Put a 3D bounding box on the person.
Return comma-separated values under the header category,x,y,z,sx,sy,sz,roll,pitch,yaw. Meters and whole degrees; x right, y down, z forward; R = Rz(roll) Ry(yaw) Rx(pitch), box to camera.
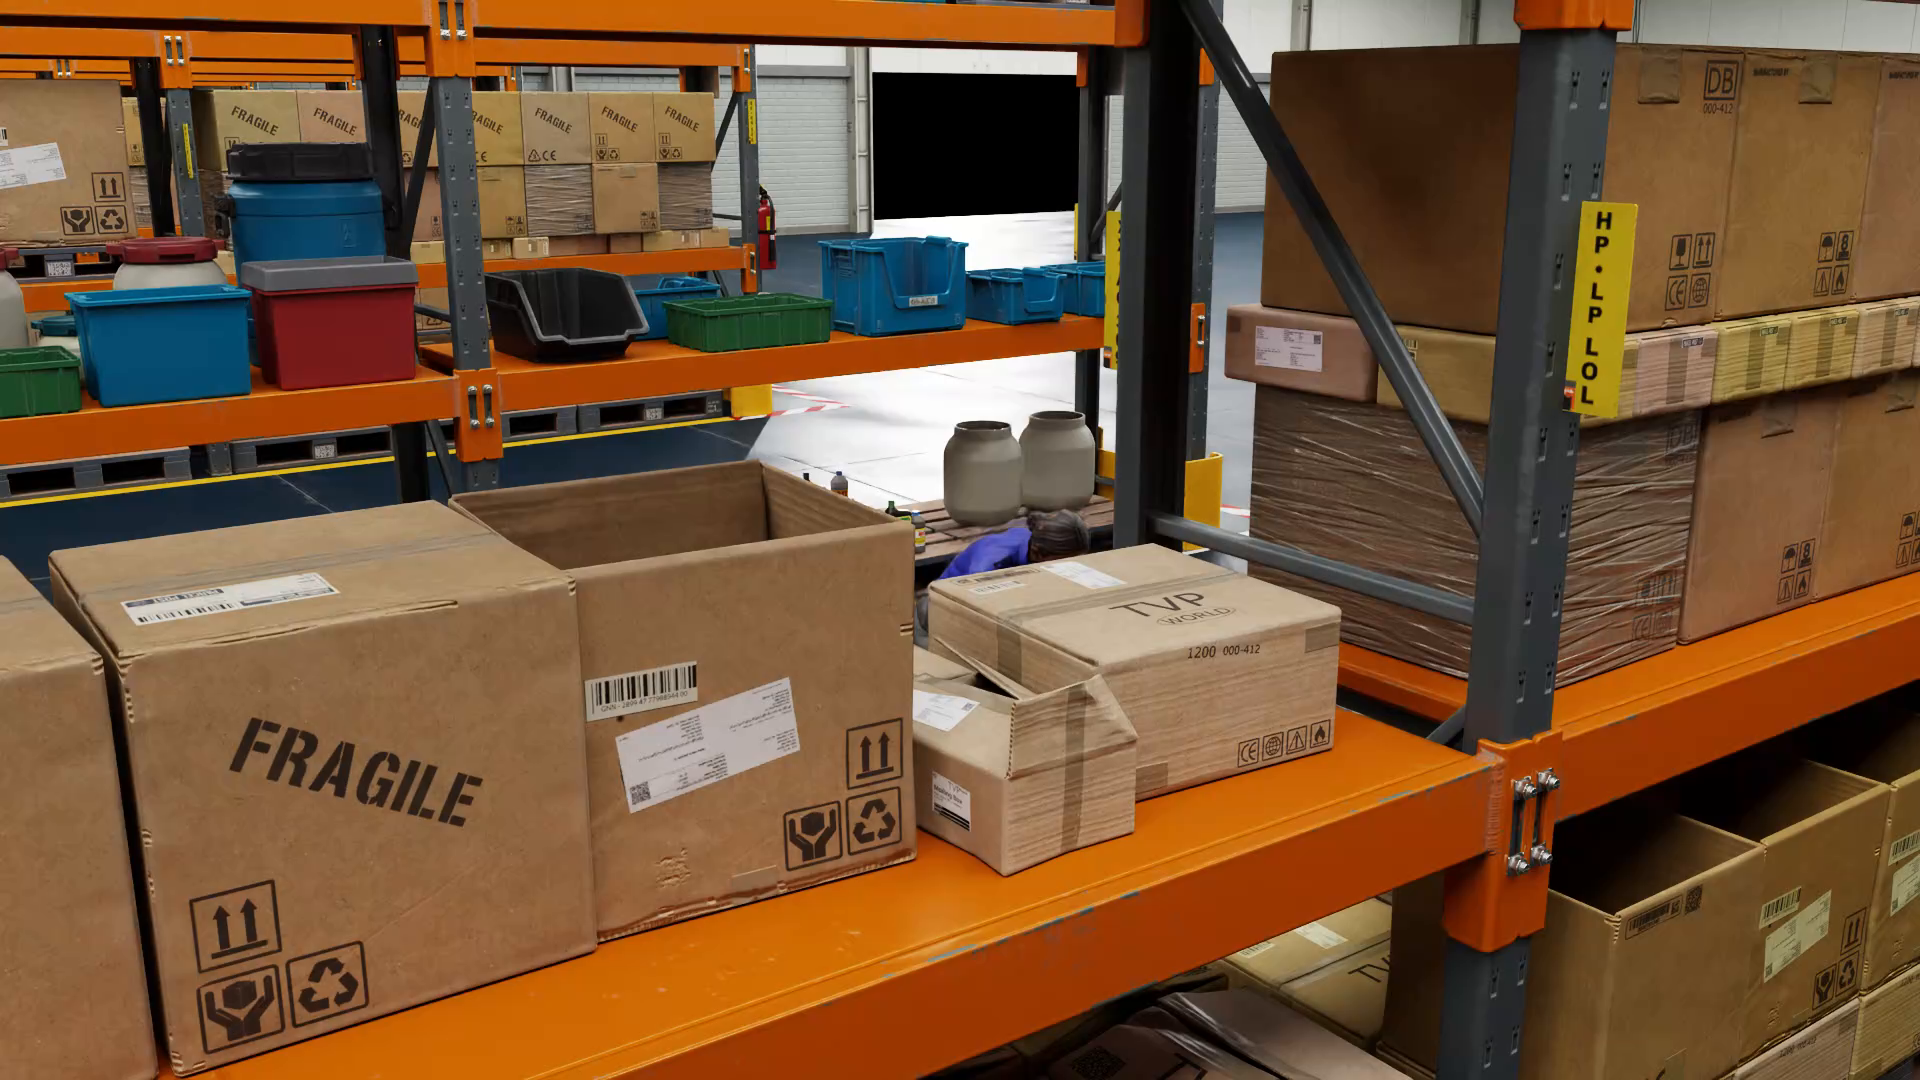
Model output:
category,x,y,z,sx,sy,sz,roll,pitch,yaw
person,0.142,0.403,5.526,0.495,1.134,0.739,-10,18,-35
